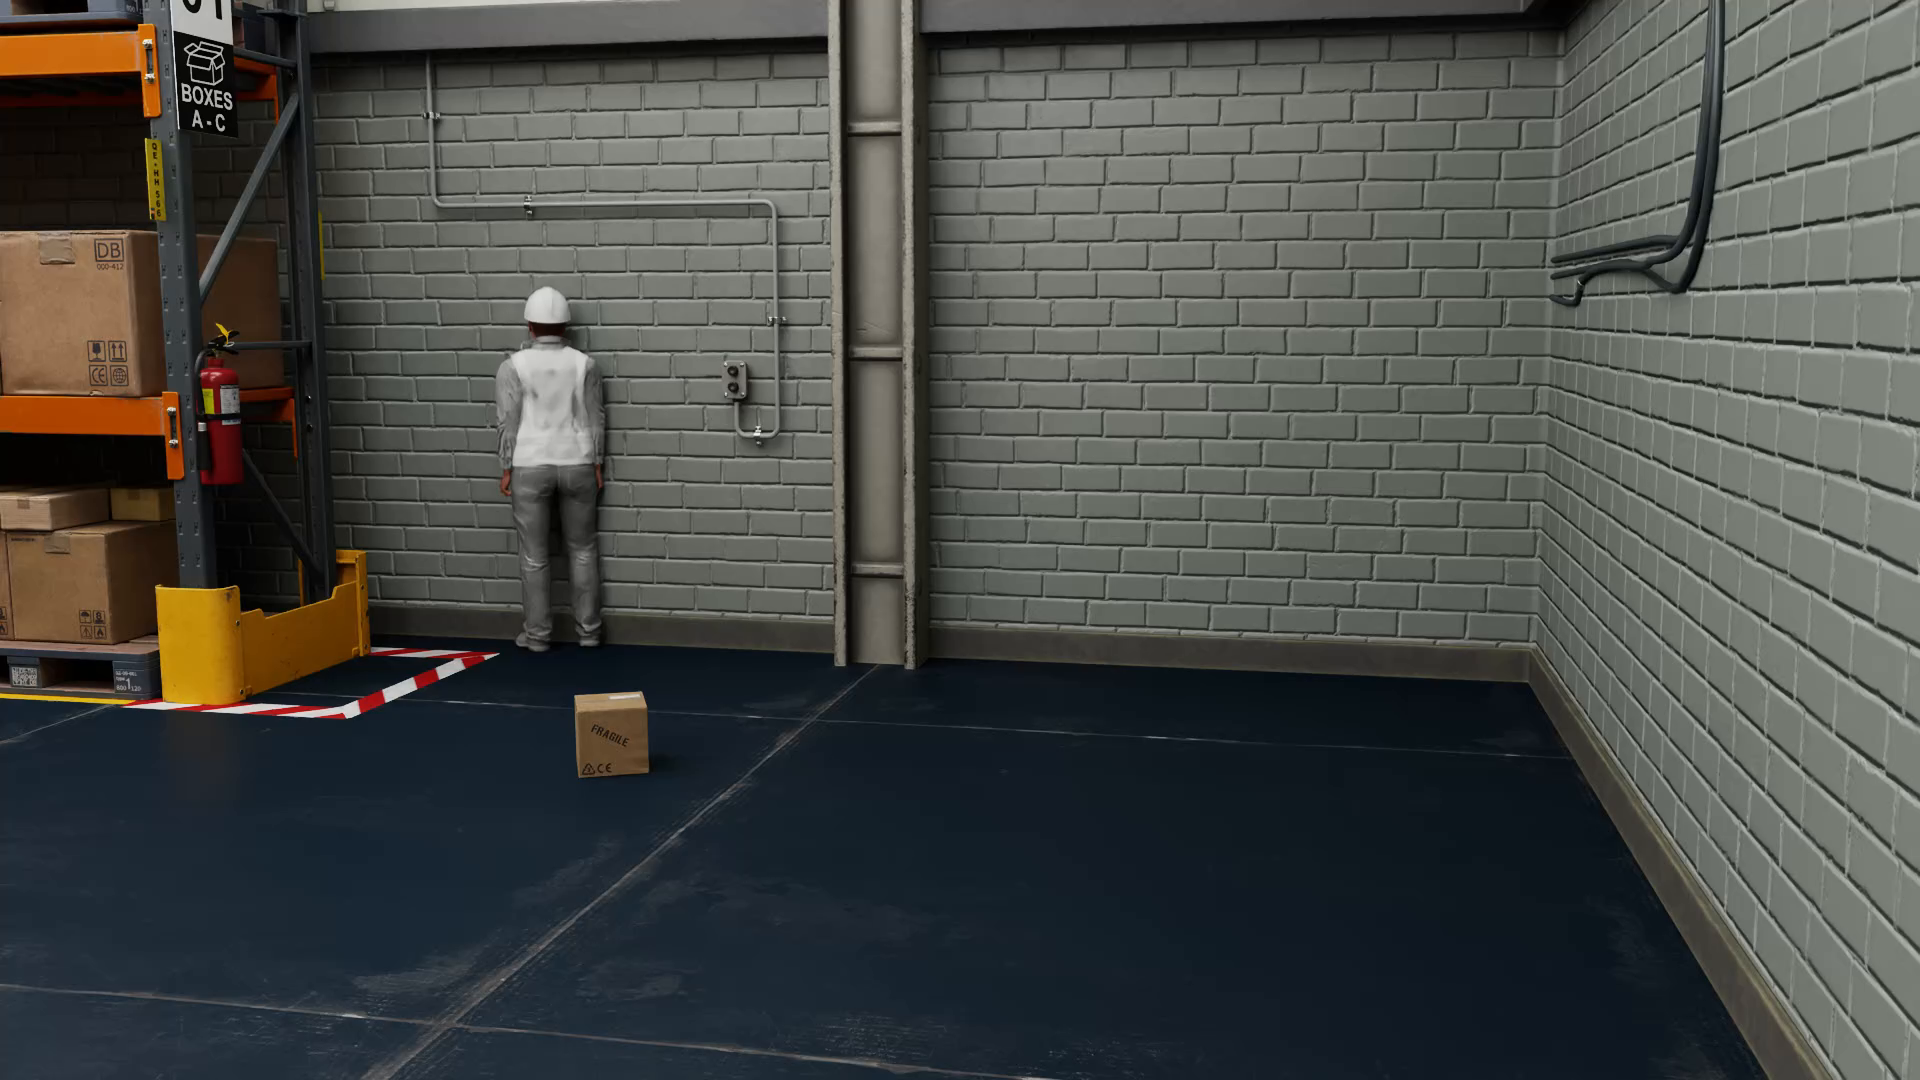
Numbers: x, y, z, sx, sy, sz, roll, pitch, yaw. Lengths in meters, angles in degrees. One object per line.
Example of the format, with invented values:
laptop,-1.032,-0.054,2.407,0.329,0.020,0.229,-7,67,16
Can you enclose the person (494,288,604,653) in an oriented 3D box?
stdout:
person,-2.015,-0.342,8.173,0.525,1.775,0.370,-4,9,-25
